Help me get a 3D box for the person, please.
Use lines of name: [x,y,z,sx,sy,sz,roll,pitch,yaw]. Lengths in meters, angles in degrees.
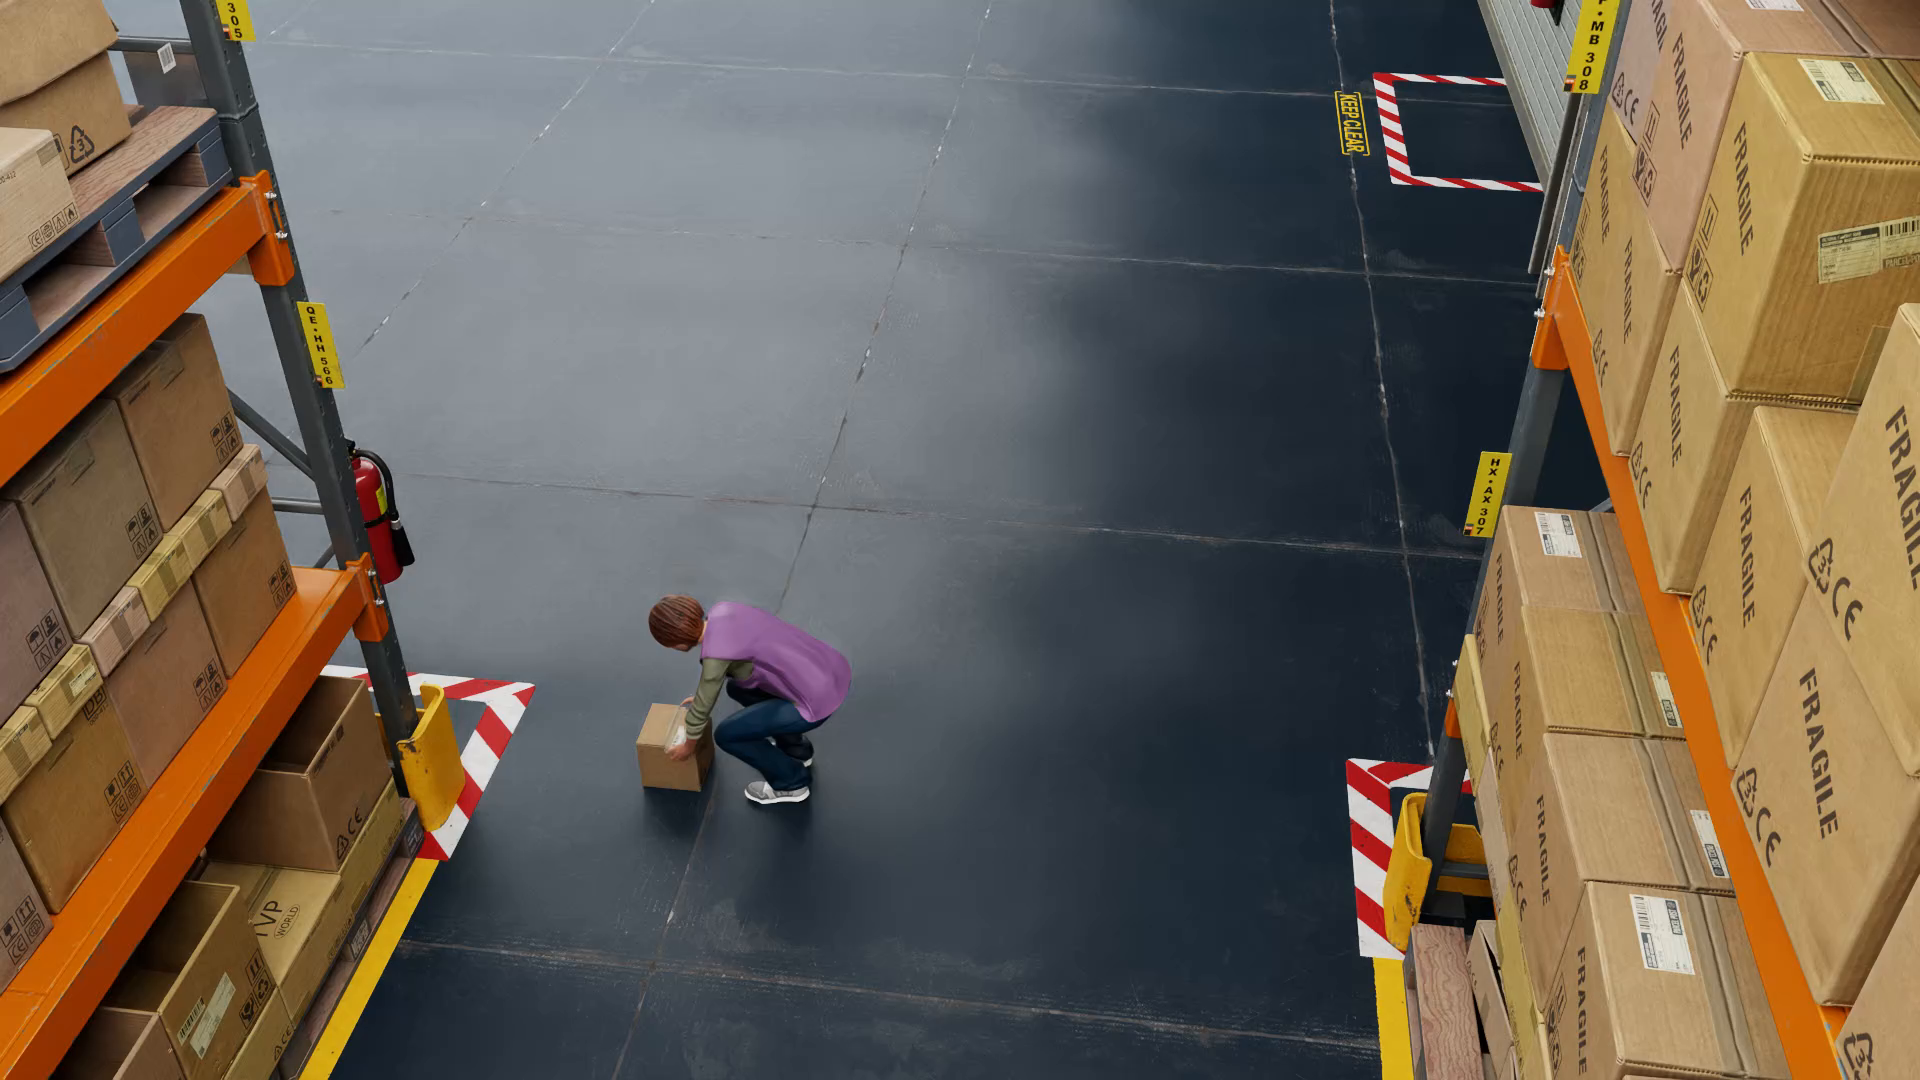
person: [-0.829,0.633,6.727,0.779,0.963,0.450,4,37,6]
